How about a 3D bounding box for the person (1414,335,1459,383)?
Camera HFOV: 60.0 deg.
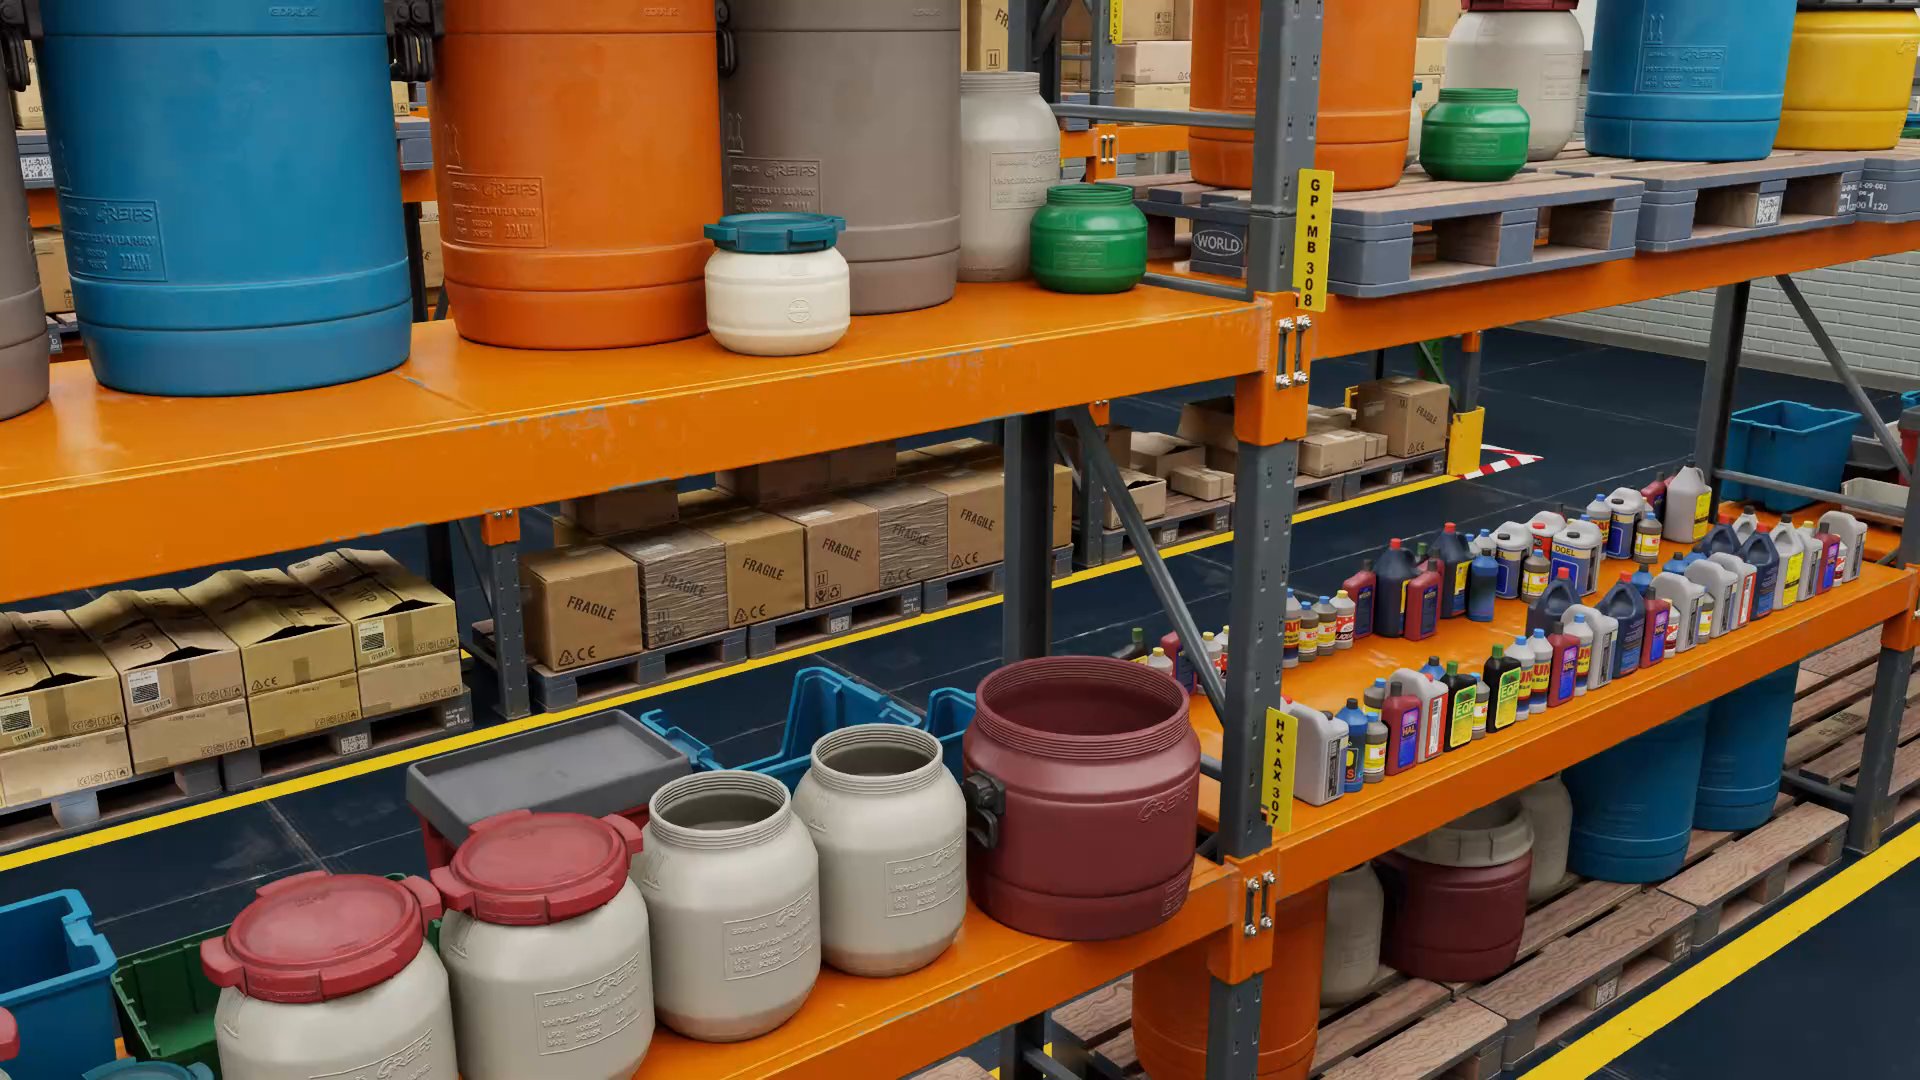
[{"bbox_3d":[4.127,-1.911,14.568,0.536,1.835,0.488,-15,23,-40],"label":"person"}]
